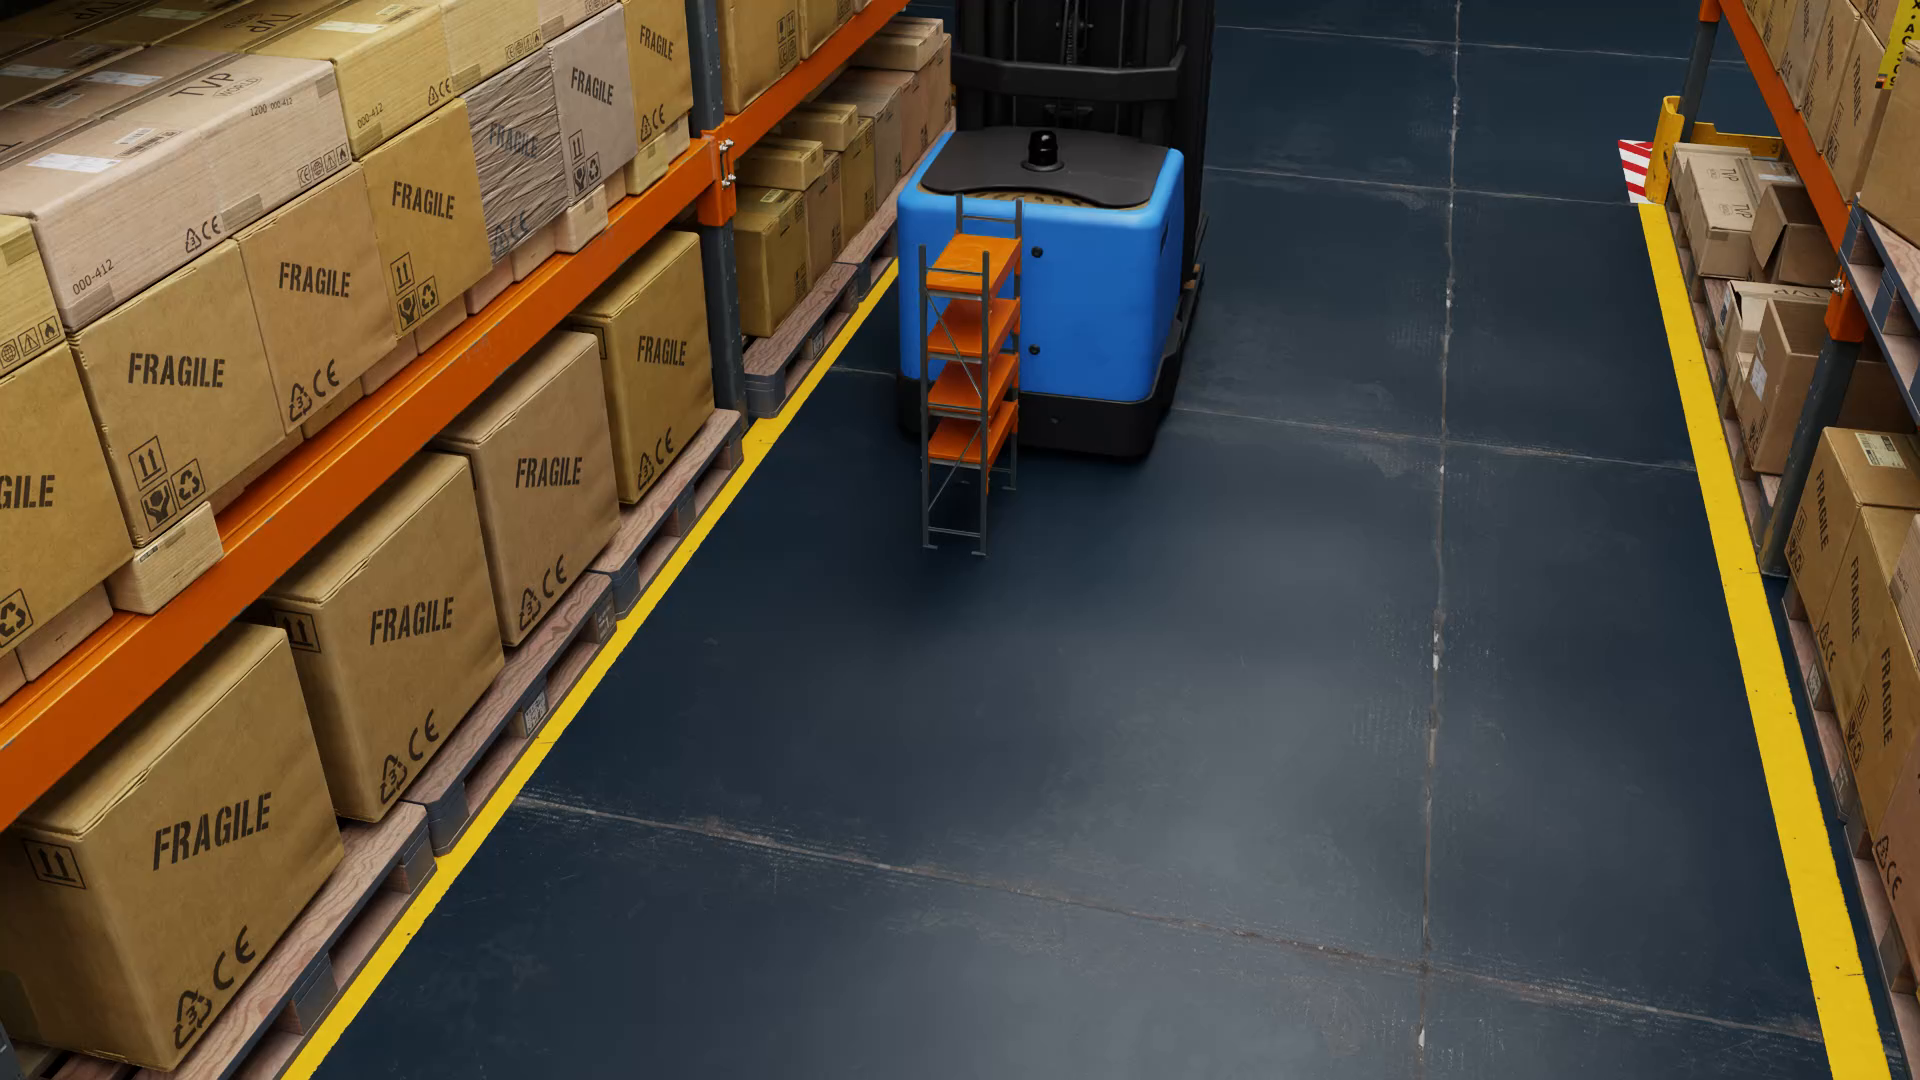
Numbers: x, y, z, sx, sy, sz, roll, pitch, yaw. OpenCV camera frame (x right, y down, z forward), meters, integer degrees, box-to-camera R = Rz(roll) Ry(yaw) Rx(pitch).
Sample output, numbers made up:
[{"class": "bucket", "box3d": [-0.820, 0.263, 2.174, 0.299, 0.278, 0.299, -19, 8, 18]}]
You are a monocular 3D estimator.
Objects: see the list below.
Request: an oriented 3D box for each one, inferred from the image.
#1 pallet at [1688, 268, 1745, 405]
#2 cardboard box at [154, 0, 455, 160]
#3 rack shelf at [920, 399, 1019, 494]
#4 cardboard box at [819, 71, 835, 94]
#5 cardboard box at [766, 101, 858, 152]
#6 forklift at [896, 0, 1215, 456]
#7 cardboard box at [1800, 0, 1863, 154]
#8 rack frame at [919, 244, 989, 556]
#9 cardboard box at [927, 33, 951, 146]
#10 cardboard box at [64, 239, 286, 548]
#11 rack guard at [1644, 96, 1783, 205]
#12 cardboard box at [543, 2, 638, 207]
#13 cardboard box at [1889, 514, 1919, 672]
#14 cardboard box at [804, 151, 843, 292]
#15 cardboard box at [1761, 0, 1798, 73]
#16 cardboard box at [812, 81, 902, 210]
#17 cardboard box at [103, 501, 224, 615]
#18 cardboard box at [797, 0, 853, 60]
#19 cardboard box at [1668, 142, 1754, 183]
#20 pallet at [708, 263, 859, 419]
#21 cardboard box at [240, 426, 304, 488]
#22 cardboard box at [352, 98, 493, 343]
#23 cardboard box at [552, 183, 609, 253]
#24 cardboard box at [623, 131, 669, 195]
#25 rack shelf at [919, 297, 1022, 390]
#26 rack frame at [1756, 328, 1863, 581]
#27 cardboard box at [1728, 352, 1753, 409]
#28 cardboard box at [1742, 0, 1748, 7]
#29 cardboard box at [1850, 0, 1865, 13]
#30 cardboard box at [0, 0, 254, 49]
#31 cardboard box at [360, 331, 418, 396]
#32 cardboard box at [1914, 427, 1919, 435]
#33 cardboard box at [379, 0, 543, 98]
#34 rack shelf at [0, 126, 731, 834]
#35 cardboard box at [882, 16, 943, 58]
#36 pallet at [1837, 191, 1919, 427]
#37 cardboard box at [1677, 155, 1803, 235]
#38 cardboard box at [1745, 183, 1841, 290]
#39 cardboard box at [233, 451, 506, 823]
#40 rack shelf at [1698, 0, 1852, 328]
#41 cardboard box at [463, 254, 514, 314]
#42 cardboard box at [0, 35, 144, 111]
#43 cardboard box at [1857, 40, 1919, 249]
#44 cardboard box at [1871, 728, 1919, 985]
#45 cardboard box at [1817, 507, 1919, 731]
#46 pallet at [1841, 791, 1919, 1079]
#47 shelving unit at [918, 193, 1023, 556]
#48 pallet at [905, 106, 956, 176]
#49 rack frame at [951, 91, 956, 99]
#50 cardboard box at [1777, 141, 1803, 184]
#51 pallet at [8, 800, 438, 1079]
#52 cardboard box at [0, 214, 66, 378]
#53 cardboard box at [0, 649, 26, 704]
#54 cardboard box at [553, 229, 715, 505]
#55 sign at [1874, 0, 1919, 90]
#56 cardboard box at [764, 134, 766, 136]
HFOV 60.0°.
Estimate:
[{"class": "pallet", "box3d": [3.891, -0.911, 7.486, 1.003, 0.211, 1.213, 8, 33, 12]}, {"class": "cardboard box", "box3d": [-1.653, -1.191, 4.239, 0.500, 0.250, 0.500, 7, 33, 11]}, {"class": "rack shelf", "box3d": [0.042, -0.368, 6.206, 0.258, 0.148, 0.480, 8, 33, 12]}, {"class": "cardboard box", "box3d": [-0.867, -2.431, 8.611, 0.380, 0.149, 0.250, 8, 33, 13]}, {"class": "cardboard box", "box3d": [-0.700, -1.963, 7.875, 0.380, 0.149, 0.250, 7, 33, 11]}, {"class": "forklift", "box3d": [0.577, -2.353, 7.219, 1.130, 2.935, 3.031, 7, 33, 11]}, {"class": "cardboard box", "box3d": [3.416, -1.700, 6.035, 0.500, 0.500, 0.500, 9, 34, 14]}, {"class": "rack frame", "box3d": [-0.020, -0.466, 5.864, 0.240, 1.200, 0.015, 8, 33, 12]}, {"class": "cardboard box", "box3d": [-0.450, -2.590, 9.466, 0.700, 0.500, 0.500, 8, 33, 12]}, {"class": "cardboard box", "box3d": [-1.887, -0.357, 3.626, 0.500, 0.500, 0.500, 9, 34, 14]}, {"class": "rack guard", "box3d": [4.404, -2.077, 9.052, 1.175, 0.500, 0.348, 8, 33, 12]}, {"class": "cardboard box", "box3d": [-1.378, -1.405, 5.275, 0.500, 0.500, 0.500, 8, 33, 13]}, {"class": "cardboard box", "box3d": [2.796, 0.193, 4.371, 0.500, 0.250, 0.500, 8, 33, 12]}, {"class": "cardboard box", "box3d": [-0.965, -1.525, 7.792, 0.700, 0.500, 0.500, 8, 33, 12]}, {"class": "cardboard box", "box3d": [3.671, -2.232, 6.872, 0.500, 0.500, 0.500, 8, 33, 13]}, {"class": "cardboard box", "box3d": [-0.704, -2.069, 8.647, 0.700, 0.500, 0.500, 7, 33, 11]}, {"class": "cardboard box", "box3d": [-1.870, 0.009, 3.655, 0.380, 0.149, 0.250, 9, 34, 14]}, {"class": "cardboard box", "box3d": [-1.040, -2.552, 7.190, 0.980, 0.700, 0.700, 7, 33, 11]}, {"class": "cardboard box", "box3d": [3.985, -1.984, 8.822, 0.380, 0.149, 0.250, 8, 33, 12]}, {"class": "pallet", "box3d": [-1.116, -0.976, 7.588, 1.003, 0.211, 1.213, 8, 33, 12]}, {"class": "cardboard box", "box3d": [-1.868, -0.274, 4.100, 0.380, 0.149, 0.250, 9, 33, 13]}, {"class": "cardboard box", "box3d": [-1.635, -0.885, 4.458, 0.500, 0.500, 0.500, 9, 34, 14]}, {"class": "cardboard box", "box3d": [-1.357, -1.049, 5.320, 0.380, 0.149, 0.250, 8, 33, 12]}, {"class": "cardboard box", "box3d": [-1.237, -1.323, 5.750, 0.380, 0.149, 0.250, 9, 33, 13]}, {"class": "rack shelf", "box3d": [0.042, -0.724, 5.979, 0.258, 0.148, 0.480, 8, 33, 12]}, {"class": "rack frame", "box3d": [3.408, -1.096, 5.178, 1.000, 3.000, 0.127, 8, 33, 12]}, {"class": "cardboard box", "box3d": [3.315, -0.616, 6.670, 0.380, 0.149, 0.250, 8, 33, 12]}, {"class": "cardboard box", "box3d": [3.930, -2.751, 7.688, 0.500, 0.500, 0.500, 8, 33, 12]}, {"class": "cardboard box", "box3d": [3.413, -2.124, 5.770, 0.500, 0.500, 0.500, 7, 33, 11]}, {"class": "cardboard box", "box3d": [-2.138, -1.255, 4.339, 0.500, 0.250, 0.500, 7, 33, 11]}, {"class": "cardboard box", "box3d": [-1.713, -0.532, 4.507, 0.380, 0.149, 0.250, 8, 33, 13]}, {"class": "cardboard box", "box3d": [3.724, -0.335, 6.078, 0.500, 0.311, 0.500, 8, 33, 12]}, {"class": "cardboard box", "box3d": [-1.524, -1.455, 4.655, 0.500, 0.250, 0.500, 9, 33, 13]}, {"class": "rack shelf", "box3d": [-1.892, -0.427, 4.796, 1.077, 0.370, 4.000, 8, 33, 12]}, {"class": "cardboard box", "box3d": [-0.306, -2.772, 9.148, 0.380, 0.149, 0.250, 8, 33, 12]}, {"class": "pallet", "box3d": [3.100, -0.615, 4.601, 1.003, 0.211, 1.213, 8, 33, 12]}, {"class": "cardboard box", "box3d": [3.884, -1.694, 8.272, 0.500, 0.250, 0.500, 8, 33, 12]}, {"class": "cardboard box", "box3d": [3.880, -1.204, 7.265, 0.797, 0.503, 0.637, 8, 33, 12]}, {"class": "cardboard box", "box3d": [-1.857, 0.220, 4.721, 0.750, 0.750, 0.750, 8, 33, 12]}, {"class": "rack shelf", "box3d": [3.916, -1.830, 7.004, 1.077, 0.370, 4.000, 8, 33, 12]}, {"class": "cardboard box", "box3d": [-1.561, -0.804, 4.934, 0.380, 0.149, 0.250, 7, 33, 11]}, {"class": "cardboard box", "box3d": [-2.267, -0.990, 3.924, 0.500, 0.250, 0.500, 7, 33, 11]}, {"class": "cardboard box", "box3d": [3.072, -1.100, 4.700, 0.700, 0.500, 0.500, -3, 33, -4]}, {"class": "cardboard box", "box3d": [2.662, 0.790, 4.131, 0.500, 0.500, 0.500, 7, 33, 11]}, {"class": "cardboard box", "box3d": [2.925, 0.269, 4.950, 0.500, 0.500, 0.500, 8, 33, 13]}, {"class": "pallet", "box3d": [2.931, 1.143, 4.255, 1.003, 0.211, 1.213, 8, 33, 12]}, {"class": "shelving unit", "box3d": [0.042, -0.592, 6.063, 0.258, 1.200, 0.503, 8, 33, 12]}, {"class": "pallet", "box3d": [-0.496, -2.242, 9.580, 1.003, 0.211, 1.213, 8, 33, 12]}, {"class": "rack frame", "box3d": [-0.369, -3.844, 9.501, 1.000, 3.000, 0.127, 8, 33, 12]}, {"class": "cardboard box", "box3d": [4.524, -1.987, 8.499, 0.500, 0.500, 0.500, 8, 33, 12]}, {"class": "pallet", "box3d": [-2.126, 1.085, 4.346, 1.003, 0.211, 1.213, 8, 33, 12]}, {"class": "cardboard box", "box3d": [-2.027, -0.401, 2.997, 0.500, 0.250, 0.500, 9, 33, 14]}, {"class": "cardboard box", "box3d": [-2.092, 0.265, 3.252, 0.380, 0.149, 0.250, 8, 33, 12]}, {"class": "cardboard box", "box3d": [-1.424, -0.684, 6.142, 0.750, 0.750, 0.750, 8, 33, 13]}, {"class": "sign", "box3d": [2.881, -1.531, 5.056, 0.100, 0.325, 0.005, 8, 33, 12]}, {"class": "cardboard box", "box3d": [-1.126, -1.901, 7.778, 0.380, 0.149, 0.250, 7, 33, 11]}]
